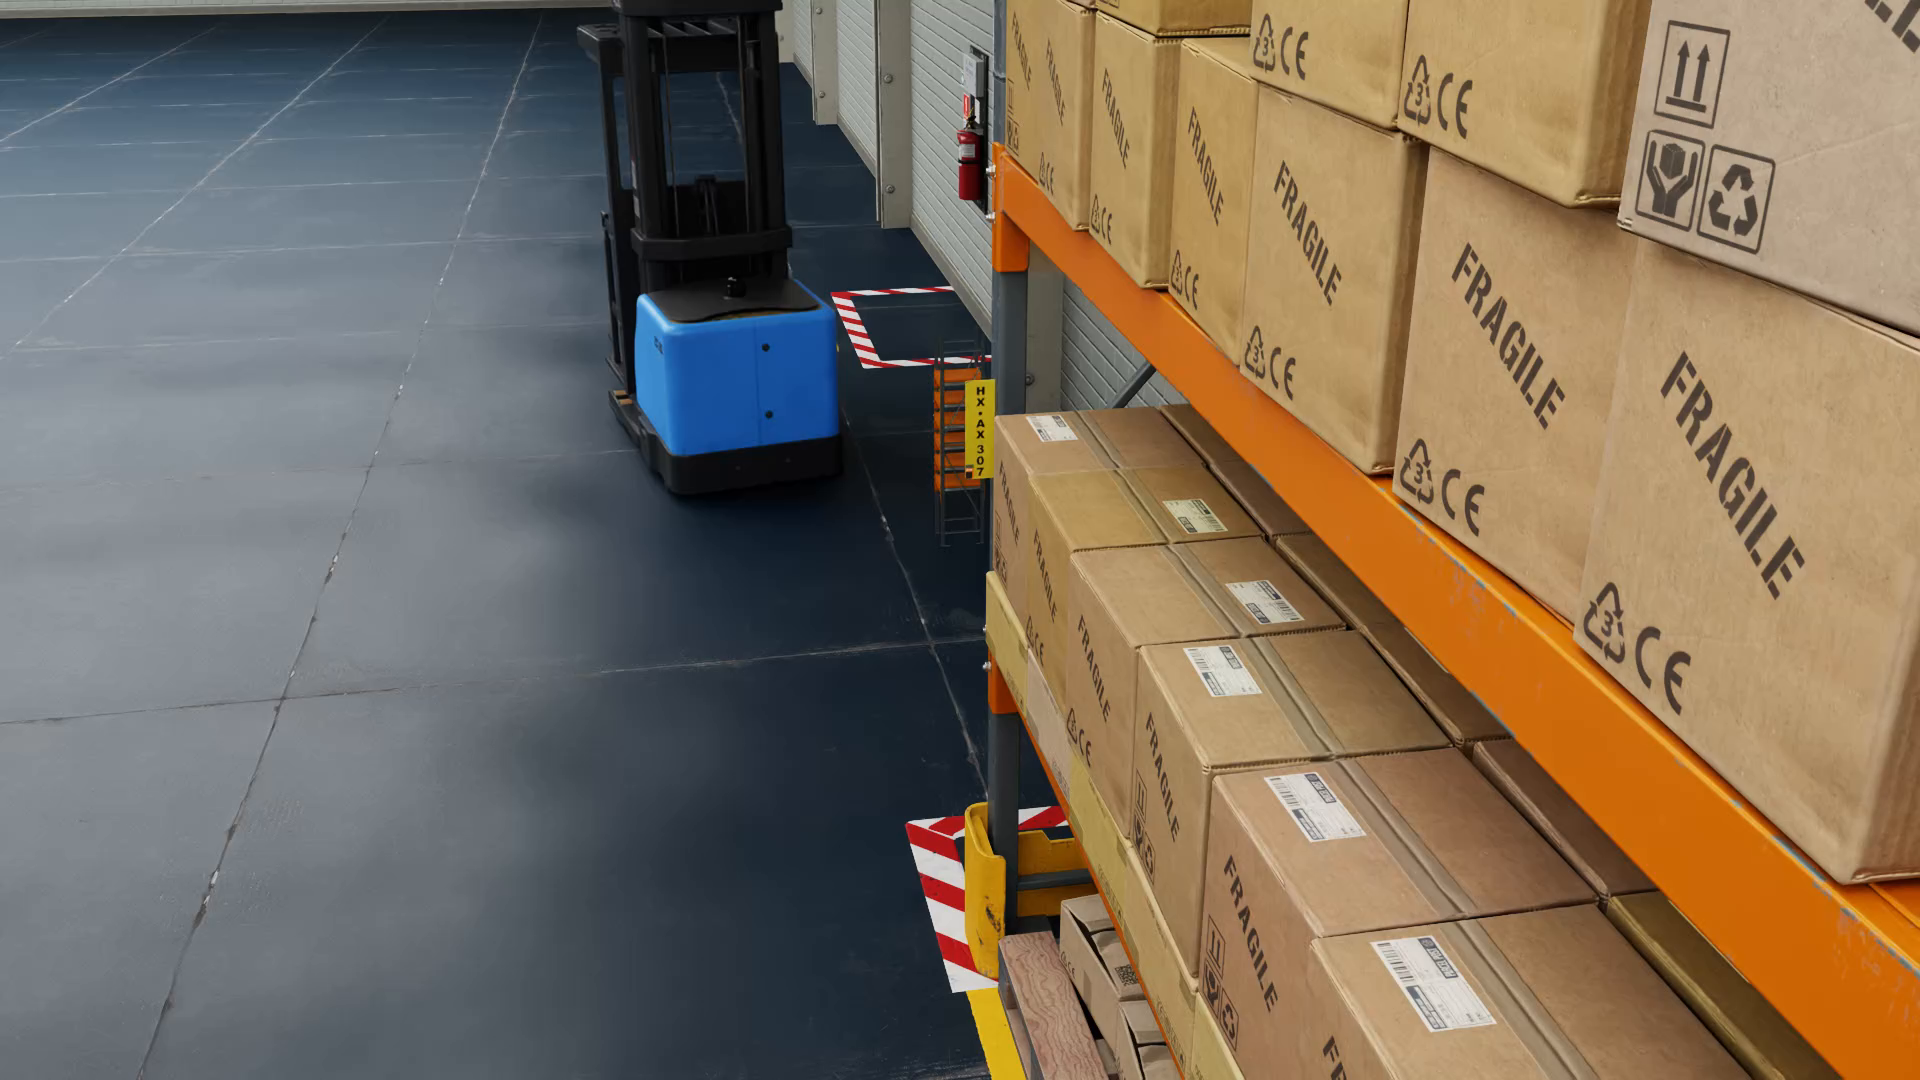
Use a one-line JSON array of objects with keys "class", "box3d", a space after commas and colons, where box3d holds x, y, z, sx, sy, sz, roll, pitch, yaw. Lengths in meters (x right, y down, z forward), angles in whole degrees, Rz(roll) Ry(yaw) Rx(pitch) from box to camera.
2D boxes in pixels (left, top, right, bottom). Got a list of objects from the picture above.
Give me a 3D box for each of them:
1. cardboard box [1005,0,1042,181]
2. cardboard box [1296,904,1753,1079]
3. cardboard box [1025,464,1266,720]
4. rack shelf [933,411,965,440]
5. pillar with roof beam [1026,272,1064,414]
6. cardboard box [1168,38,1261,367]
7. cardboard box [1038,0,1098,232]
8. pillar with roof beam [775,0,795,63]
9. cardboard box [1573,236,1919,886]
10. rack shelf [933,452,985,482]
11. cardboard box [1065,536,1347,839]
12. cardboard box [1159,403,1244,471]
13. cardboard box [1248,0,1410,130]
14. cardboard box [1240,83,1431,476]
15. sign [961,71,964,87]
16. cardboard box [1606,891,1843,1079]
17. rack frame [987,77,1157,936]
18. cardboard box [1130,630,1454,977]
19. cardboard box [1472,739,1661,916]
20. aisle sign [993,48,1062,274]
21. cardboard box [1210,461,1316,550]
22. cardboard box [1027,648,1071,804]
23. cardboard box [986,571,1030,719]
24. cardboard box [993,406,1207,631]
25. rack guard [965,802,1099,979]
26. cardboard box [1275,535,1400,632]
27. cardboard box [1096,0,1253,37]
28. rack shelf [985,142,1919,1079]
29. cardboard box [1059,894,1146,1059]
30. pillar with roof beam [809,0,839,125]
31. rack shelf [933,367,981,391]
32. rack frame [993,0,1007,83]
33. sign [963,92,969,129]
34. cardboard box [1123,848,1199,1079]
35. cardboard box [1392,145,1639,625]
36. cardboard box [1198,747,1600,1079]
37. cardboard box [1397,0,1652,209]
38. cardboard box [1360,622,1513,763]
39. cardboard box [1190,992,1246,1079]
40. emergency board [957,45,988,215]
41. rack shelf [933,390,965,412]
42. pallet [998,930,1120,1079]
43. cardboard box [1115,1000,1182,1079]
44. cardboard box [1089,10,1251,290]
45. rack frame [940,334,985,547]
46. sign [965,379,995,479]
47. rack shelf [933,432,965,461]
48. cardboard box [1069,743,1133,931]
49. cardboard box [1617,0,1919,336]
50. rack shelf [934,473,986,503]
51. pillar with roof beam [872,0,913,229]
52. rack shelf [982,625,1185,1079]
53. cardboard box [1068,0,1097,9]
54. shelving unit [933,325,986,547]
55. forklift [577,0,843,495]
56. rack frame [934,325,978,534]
[{"class": "cardboard box", "box3d": [0.415, -1.268, 4.509, 0.500, 0.500, 0.500, -4, 24, -8]}, {"class": "cardboard box", "box3d": [0.850, 0.941, 2.572, 0.500, 0.500, 0.500, -4, 24, -10]}, {"class": "cardboard box", "box3d": [0.474, 0.132, 4.425, 0.500, 0.500, 0.500, -4, 24, -10]}, {"class": "rack shelf", "box3d": [-0.003, -0.625, 8.993, 0.258, 0.103, 0.180, -4, 24, -10]}, {"class": "pillar with roof beam", "box3d": [-3.762, -4.568, 8.466, 9.100, 9.000, 0.400, -4, 24, -10]}, {"class": "cardboard box", "box3d": [0.699, -0.641, 3.073, 0.500, 0.500, 0.500, -3, 24, -6]}, {"class": "cardboard box", "box3d": [0.480, -1.055, 4.019, 0.500, 0.500, 0.500, -3, 24, -6]}, {"class": "pillar with roof beam", "box3d": [-7.090, -11.648, 24.677, 9.100, 9.000, 0.400, -4, 24, -10]}, {"class": "cardboard box", "box3d": [1.002, -0.026, 1.665, 0.500, 0.500, 0.500, -4, 24, -8]}, {"class": "rack shelf", "box3d": [-0.003, -0.405, 9.089, 0.258, 0.103, 0.180, -4, 24, -10]}, {"class": "cardboard box", "box3d": [0.563, 0.336, 3.959, 0.500, 0.500, 0.500, -5, 24, -11]}, {"class": "cardboard box", "box3d": [0.895, -0.103, 4.964, 0.500, 0.500, 0.500, -5, 24, -10]}, {"class": "cardboard box", "box3d": [0.761, -0.900, 2.415, 0.500, 0.500, 0.500, -5, 24, -12]}, {"class": "cardboard box", "box3d": [0.782, -0.440, 2.613, 0.500, 0.500, 0.500, -5, 24, -12]}, {"class": "sign", "box3d": [0.041, -3.594, 13.025, 0.001, 0.109, 0.331, -4, 24, -10]}, {"class": "cardboard box", "box3d": [1.365, 0.896, 2.675, 0.500, 0.500, 0.500, -4, 24, -10]}, {"class": "rack frame", "box3d": [0.599, 0.011, 5.477, 1.000, 3.000, 0.127, -4, 24, -10]}, {"class": "cardboard box", "box3d": [0.670, 0.538, 3.496, 0.500, 0.500, 0.500, -4, 24, -8]}, {"class": "cardboard box", "box3d": [1.279, 0.700, 3.125, 0.500, 0.500, 0.500, -4, 24, -8]}, {"class": "aisle sign", "box3d": [0.291, -1.186, 4.970, 0.394, 0.787, 0.004, -4, 24, -10]}, {"class": "cardboard box", "box3d": [0.979, 0.095, 4.509, 0.500, 0.500, 0.500, -4, 24, -9]}, {"class": "cardboard box", "box3d": [0.487, 0.489, 4.544, 0.500, 0.250, 0.500, -5, 24, -11]}, {"class": "cardboard box", "box3d": [0.377, 0.286, 5.009, 0.500, 0.250, 0.500, -5, 24, -11]}, {"class": "cardboard box", "box3d": [0.392, -0.063, 4.872, 0.500, 0.500, 0.500, -4, 24, -10]}, {"class": "rack guard", "box3d": [0.613, 1.187, 5.909, 1.175, 0.500, 0.348, -4, 24, -10]}, {"class": "cardboard box", "box3d": [1.078, 0.299, 4.044, 0.500, 0.500, 0.500, -5, 24, -11]}, {"class": "cardboard box", "box3d": [0.581, -1.305, 3.344, 0.500, 0.500, 0.500, -4, 24, -8]}, {"class": "rack shelf", "box3d": [0.969, -0.247, 3.219, 1.077, 0.370, 4.000, -4, 24, -10]}, {"class": "cardboard box", "box3d": [0.639, 1.321, 5.288, 0.500, 0.311, 0.500, -7, 25, -16]}, {"class": "pillar with roof beam", "box3d": [-5.980, -9.288, 19.274, 9.100, 9.000, 0.400, -4, 24, -10]}, {"class": "rack shelf", "box3d": [-0.003, -0.845, 8.897, 0.258, 0.103, 0.180, -4, 24, -10]}, {"class": "rack frame", "box3d": [0.599, -2.738, 4.276, 1.000, 3.000, 0.127, -4, 24, -10]}, {"class": "sign", "box3d": [0.049, -3.354, 13.137, 0.001, 0.329, 0.234, -4, 24, -10]}, {"class": "cardboard box", "box3d": [0.667, 0.889, 3.629, 0.500, 0.250, 0.500, -4, 24, -9]}, {"class": "cardboard box", "box3d": [0.922, -0.225, 2.120, 0.500, 0.500, 0.500, -6, 24, -14]}, {"class": "cardboard box", "box3d": [0.767, 0.743, 3.027, 0.500, 0.500, 0.500, -5, 24, -11]}, {"class": "cardboard box", "box3d": [0.867, -0.696, 1.950, 0.500, 0.500, 0.500, -3, 24, -7]}, {"class": "cardboard box", "box3d": [1.172, 0.497, 3.591, 0.500, 0.500, 0.500, -4, 24, -9]}, {"class": "cardboard box", "box3d": [0.761, 1.087, 3.176, 0.500, 0.250, 0.500, -4, 24, -10]}, {"class": "emergency board", "box3d": [0.050, -3.112, 12.629, 0.194, 1.169, 0.643, -4, 24, -10]}, {"class": "rack shelf", "box3d": [-0.003, -0.735, 8.945, 0.258, 0.103, 0.180, -4, 24, -10]}, {"class": "pallet", "box3d": [0.729, 1.641, 5.229, 1.003, 0.211, 1.213, -4, 24, -10]}, {"class": "cardboard box", "box3d": [0.744, 1.545, 4.775, 0.500, 0.311, 0.500, -2, 24, -5]}, {"class": "cardboard box", "box3d": [0.580, -0.851, 3.552, 0.500, 0.500, 0.500, -3, 24, -7]}, {"class": "rack frame", "box3d": [0.014, -0.520, 8.940, 0.240, 1.200, 0.006, -4, 24, -10]}, {"class": "sign", "box3d": [0.066, -0.345, 5.211, 0.100, 0.325, 0.005, -4, 24, -10]}, {"class": "rack shelf", "box3d": [-0.003, -0.515, 9.041, 0.258, 0.103, 0.180, -4, 24, -10]}, {"class": "cardboard box", "box3d": [0.576, 0.690, 4.084, 0.500, 0.250, 0.500, -5, 24, -11]}, {"class": "cardboard box", "box3d": [0.980, -0.480, 1.455, 0.500, 0.500, 0.500, -6, 24, -14]}, {"class": "rack shelf", "box3d": [-0.003, -0.295, 9.137, 0.258, 0.103, 0.180, -4, 24, -10]}, {"class": "pillar with roof beam", "box3d": [-4.871, -6.928, 13.870, 9.100, 9.000, 0.400, -4, 24, -10]}, {"class": "rack shelf", "box3d": [0.969, 1.128, 3.819, 1.077, 0.370, 4.000, -4, 24, -10]}, {"class": "cardboard box", "box3d": [0.475, -1.506, 3.804, 0.500, 0.500, 0.500, -5, 24, -10]}, {"class": "shelving unit", "box3d": [-0.003, -0.556, 9.023, 0.258, 1.200, 0.189, -4, 24, -10]}, {"class": "forklift", "box3d": [-1.717, -2.167, 10.549, 1.130, 2.935, 3.031, -9, 25, -20]}, {"class": "rack frame", "box3d": [-0.020, -0.592, 9.105, 0.240, 1.200, 0.006, -4, 24, -10]}]
